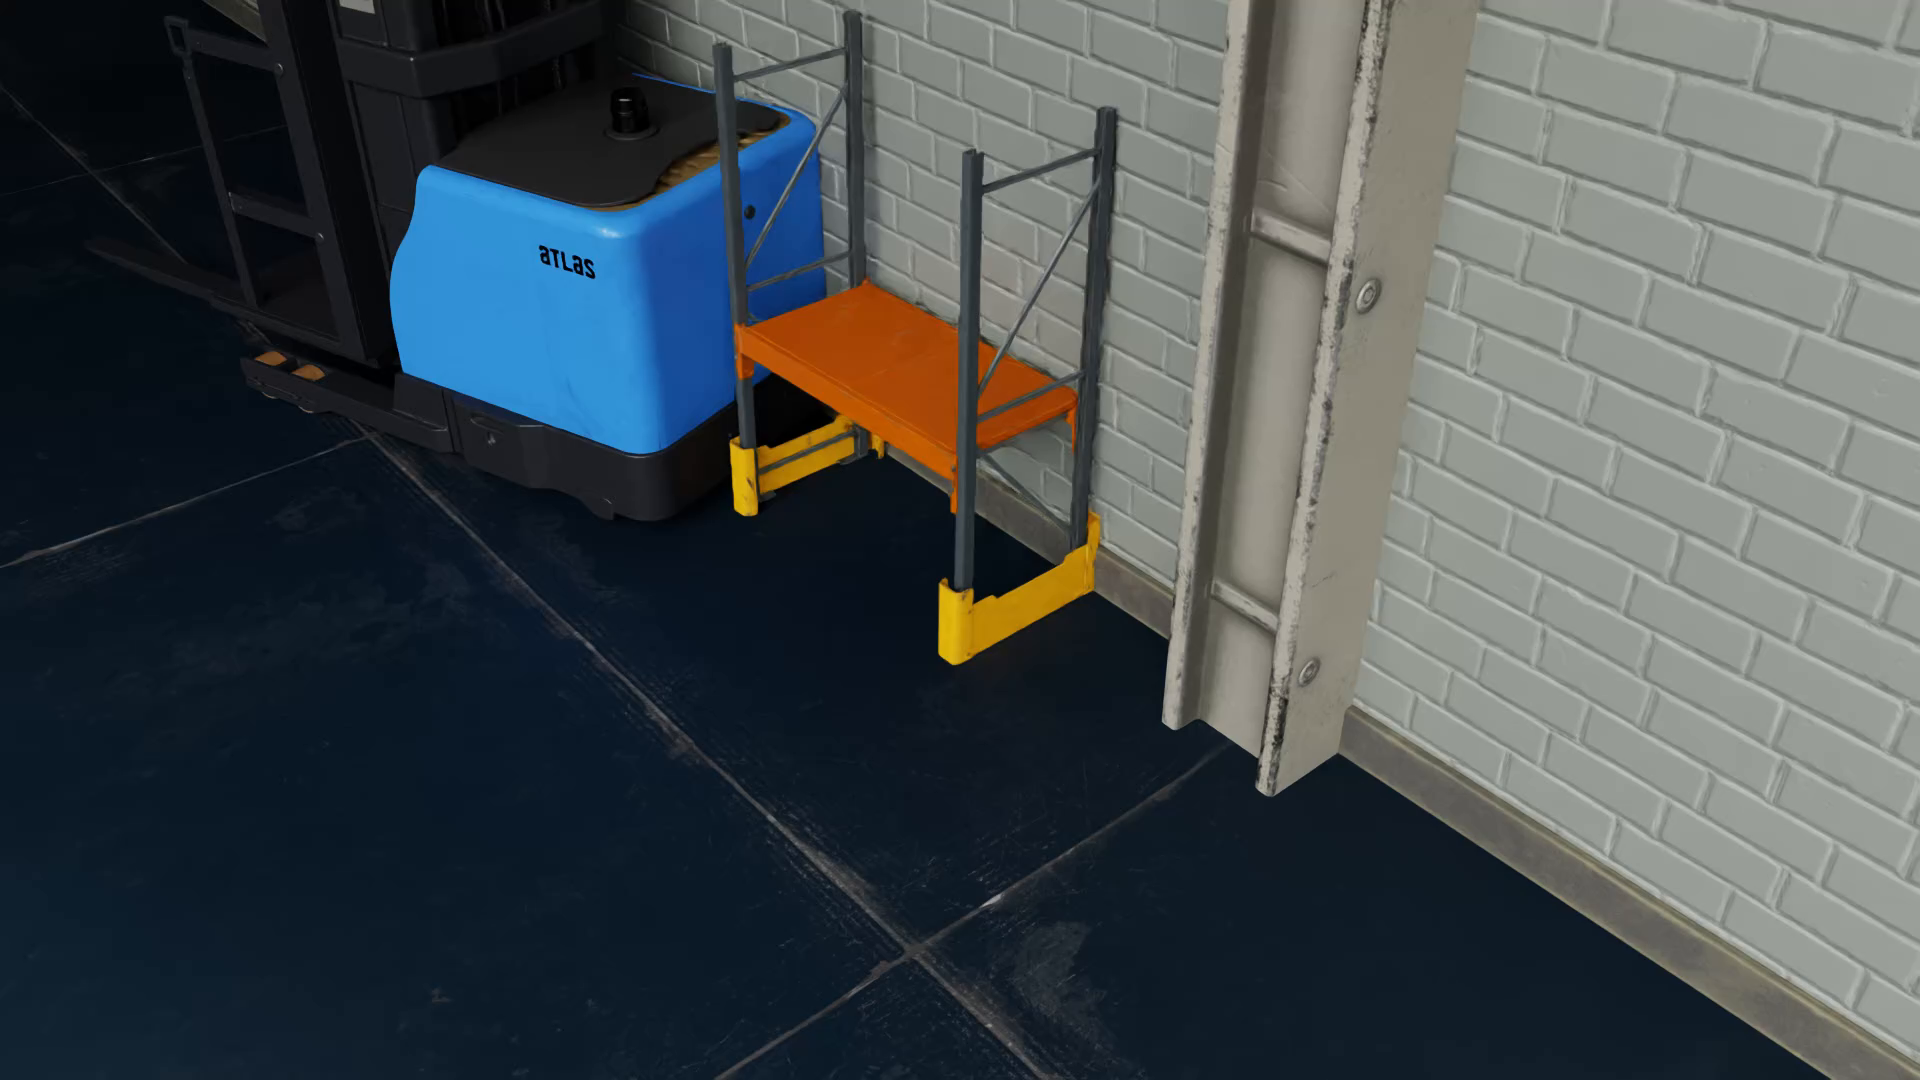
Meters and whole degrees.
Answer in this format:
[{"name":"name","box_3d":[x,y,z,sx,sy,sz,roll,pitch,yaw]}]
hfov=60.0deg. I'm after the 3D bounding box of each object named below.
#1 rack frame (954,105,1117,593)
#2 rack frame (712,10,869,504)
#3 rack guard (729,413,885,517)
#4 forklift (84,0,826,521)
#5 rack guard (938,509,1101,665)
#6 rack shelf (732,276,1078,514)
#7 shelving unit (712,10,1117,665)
[{"name":"rack frame","box_3d":[0.188,-0.383,4.482,0.500,1.500,0.032,-27,43,-34]},{"name":"rack frame","box_3d":[-0.493,-0.821,5.097,0.500,1.500,0.032,-27,43,-34]},{"name":"rack guard","box_3d":[-0.490,-0.298,5.440,0.587,0.250,0.087,-27,43,-34]},{"name":"forklift","box_3d":[-1.963,-1.885,5.376,3.031,2.935,1.130,19,40,25]},{"name":"rack guard","box_3d":[0.177,0.131,4.837,0.587,0.250,0.087,-27,43,-34]},{"name":"rack shelf","box_3d":[-0.155,-0.454,4.892,0.538,0.185,1.000,-27,43,-34]},{"name":"shelving unit","box_3d":[-0.147,-0.598,4.784,0.587,1.500,1.083,-27,43,-34]}]
